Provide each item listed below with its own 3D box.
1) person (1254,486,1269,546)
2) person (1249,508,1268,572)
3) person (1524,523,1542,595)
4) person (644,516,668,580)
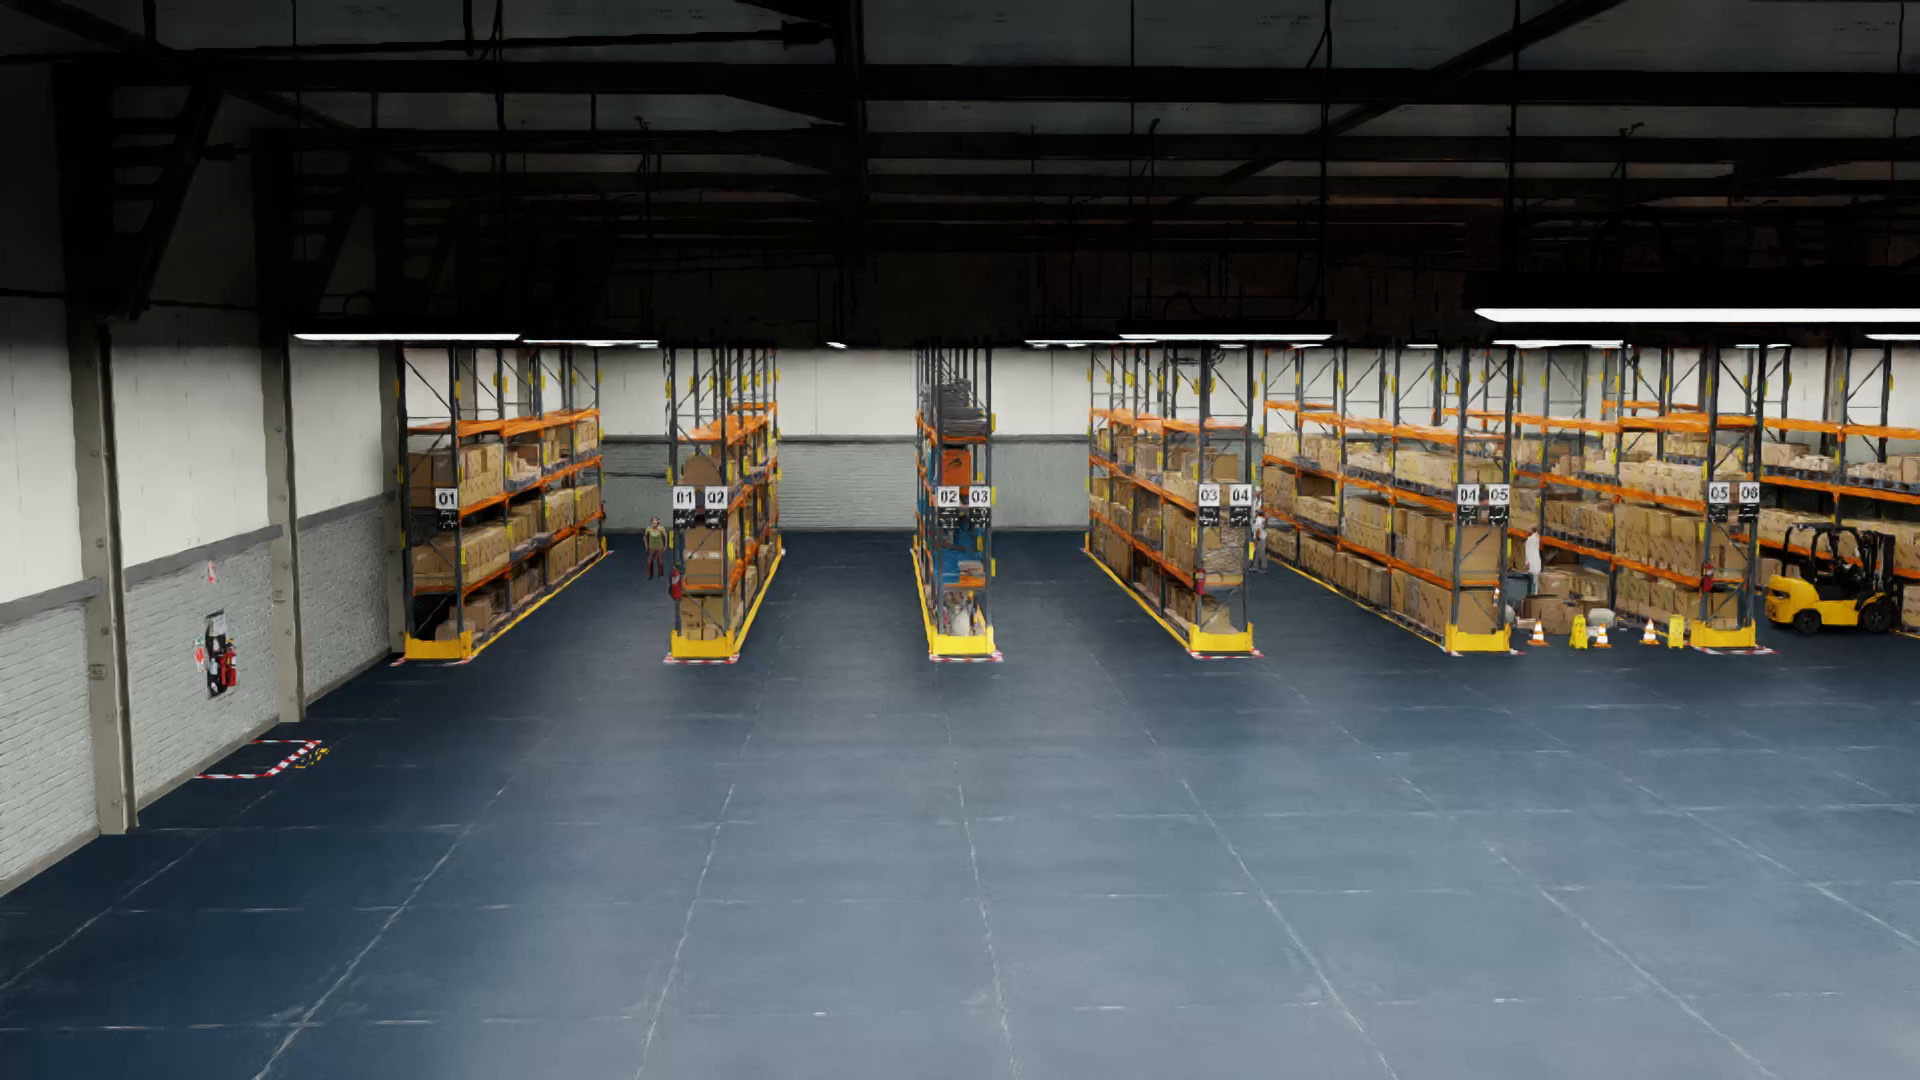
[{"bbox_3d":[8.885,-0.709,48.991,0.590,1.765,0.560,-6,9,-42],"label":"person"},{"bbox_3d":[7.751,-0.014,43.183,0.570,1.654,0.601,2,7,16],"label":"person"},{"bbox_3d":[13.074,0.502,38.106,0.641,1.764,0.693,3,7,22],"label":"person"},{"bbox_3d":[-7.621,0.197,41.664,0.598,1.619,0.507,-1,7,-5],"label":"person"}]
